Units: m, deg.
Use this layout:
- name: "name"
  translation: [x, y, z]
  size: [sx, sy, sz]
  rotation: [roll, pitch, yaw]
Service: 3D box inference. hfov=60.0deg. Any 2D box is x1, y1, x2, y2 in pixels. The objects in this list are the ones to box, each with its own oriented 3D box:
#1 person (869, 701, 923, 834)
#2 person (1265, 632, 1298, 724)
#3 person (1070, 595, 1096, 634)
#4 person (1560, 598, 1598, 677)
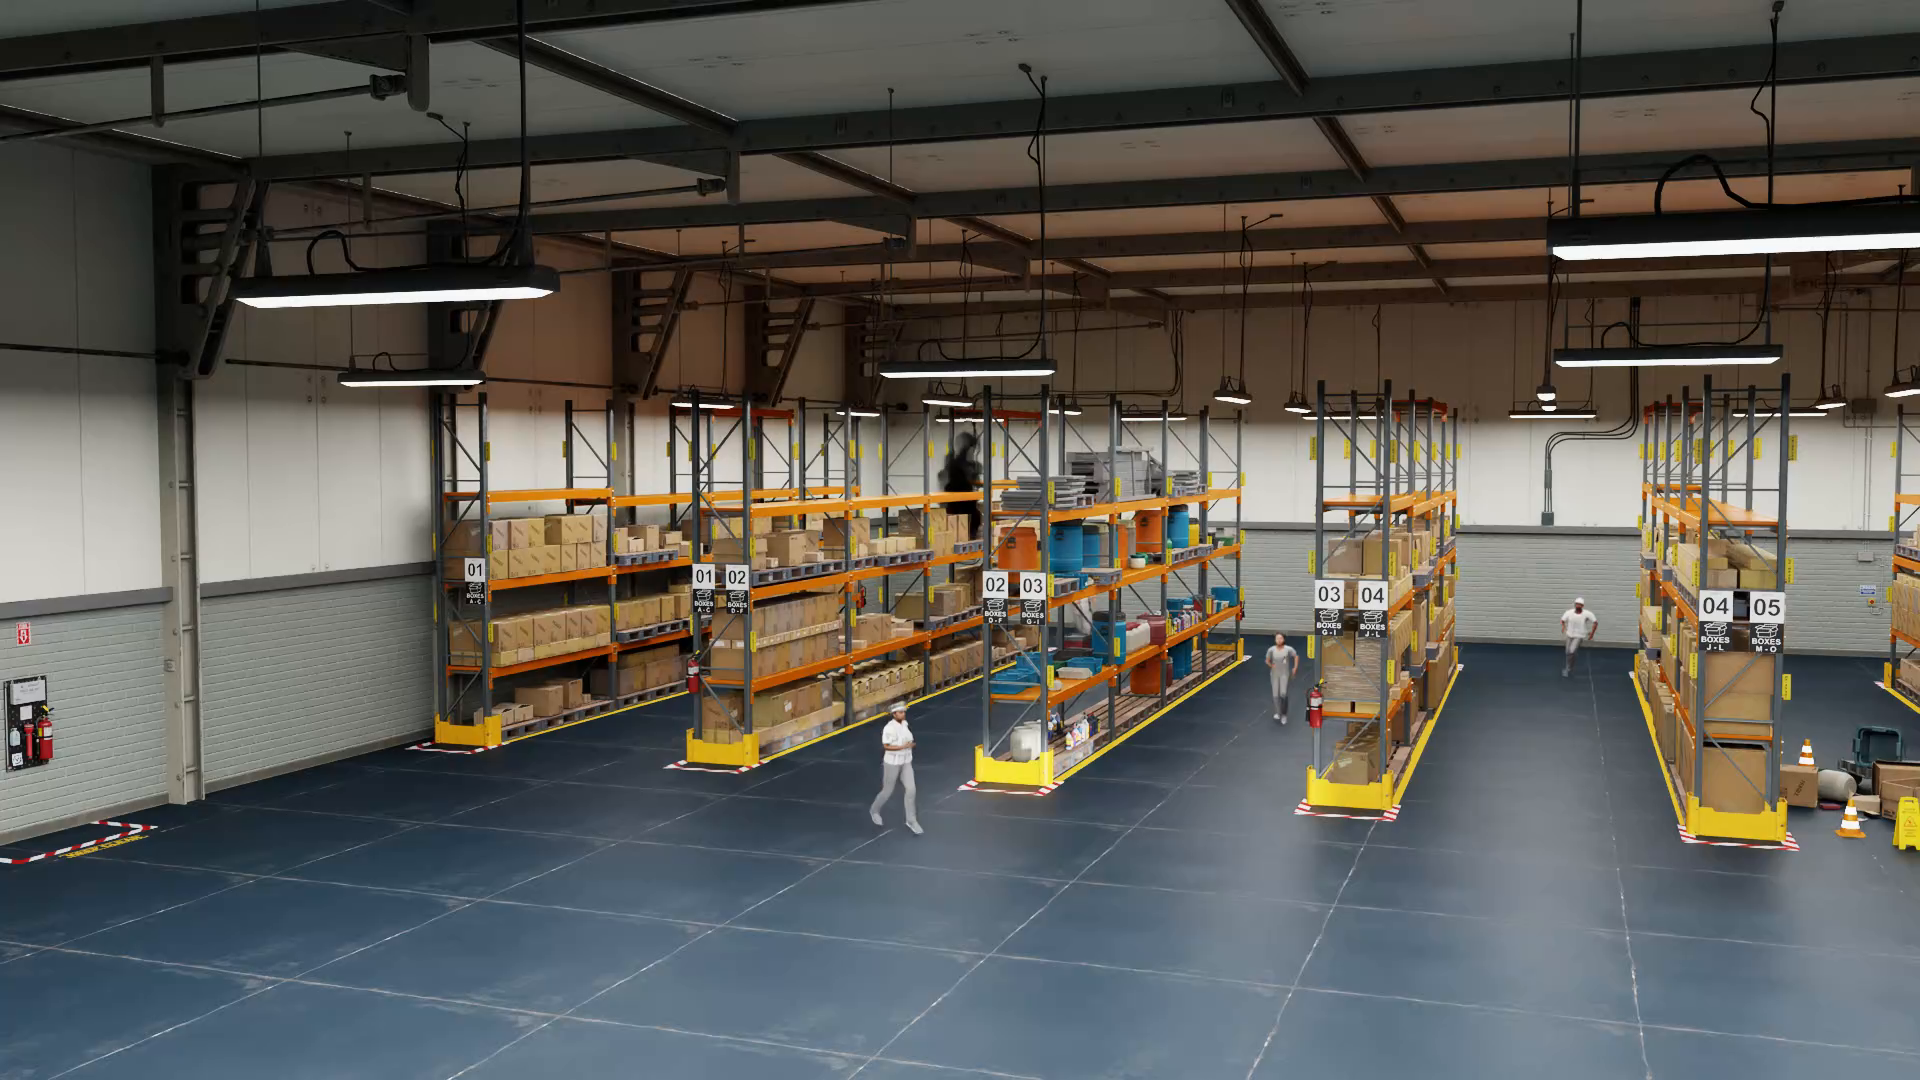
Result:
- name: "person"
  translation: [-0.848, 2.971, 21.941]
  size: [0.871, 1.718, 0.595]
  rotation: [3, 4, 43]
- name: "person"
  translation: [5.916, 2.553, 30.660]
  size: [0.580, 1.719, 0.715]
  rotation: [1, 3, 17]
- name: "person"
  translation: [2.885, 1.738, 39.715]
  size: [0.708, 1.824, 0.873]
  rotation: [1, 3, 14]
- name: "person"
  translation: [13.715, 2.171, 37.007]
  size: [0.761, 1.787, 0.716]
  rotation: [3, 4, 44]
